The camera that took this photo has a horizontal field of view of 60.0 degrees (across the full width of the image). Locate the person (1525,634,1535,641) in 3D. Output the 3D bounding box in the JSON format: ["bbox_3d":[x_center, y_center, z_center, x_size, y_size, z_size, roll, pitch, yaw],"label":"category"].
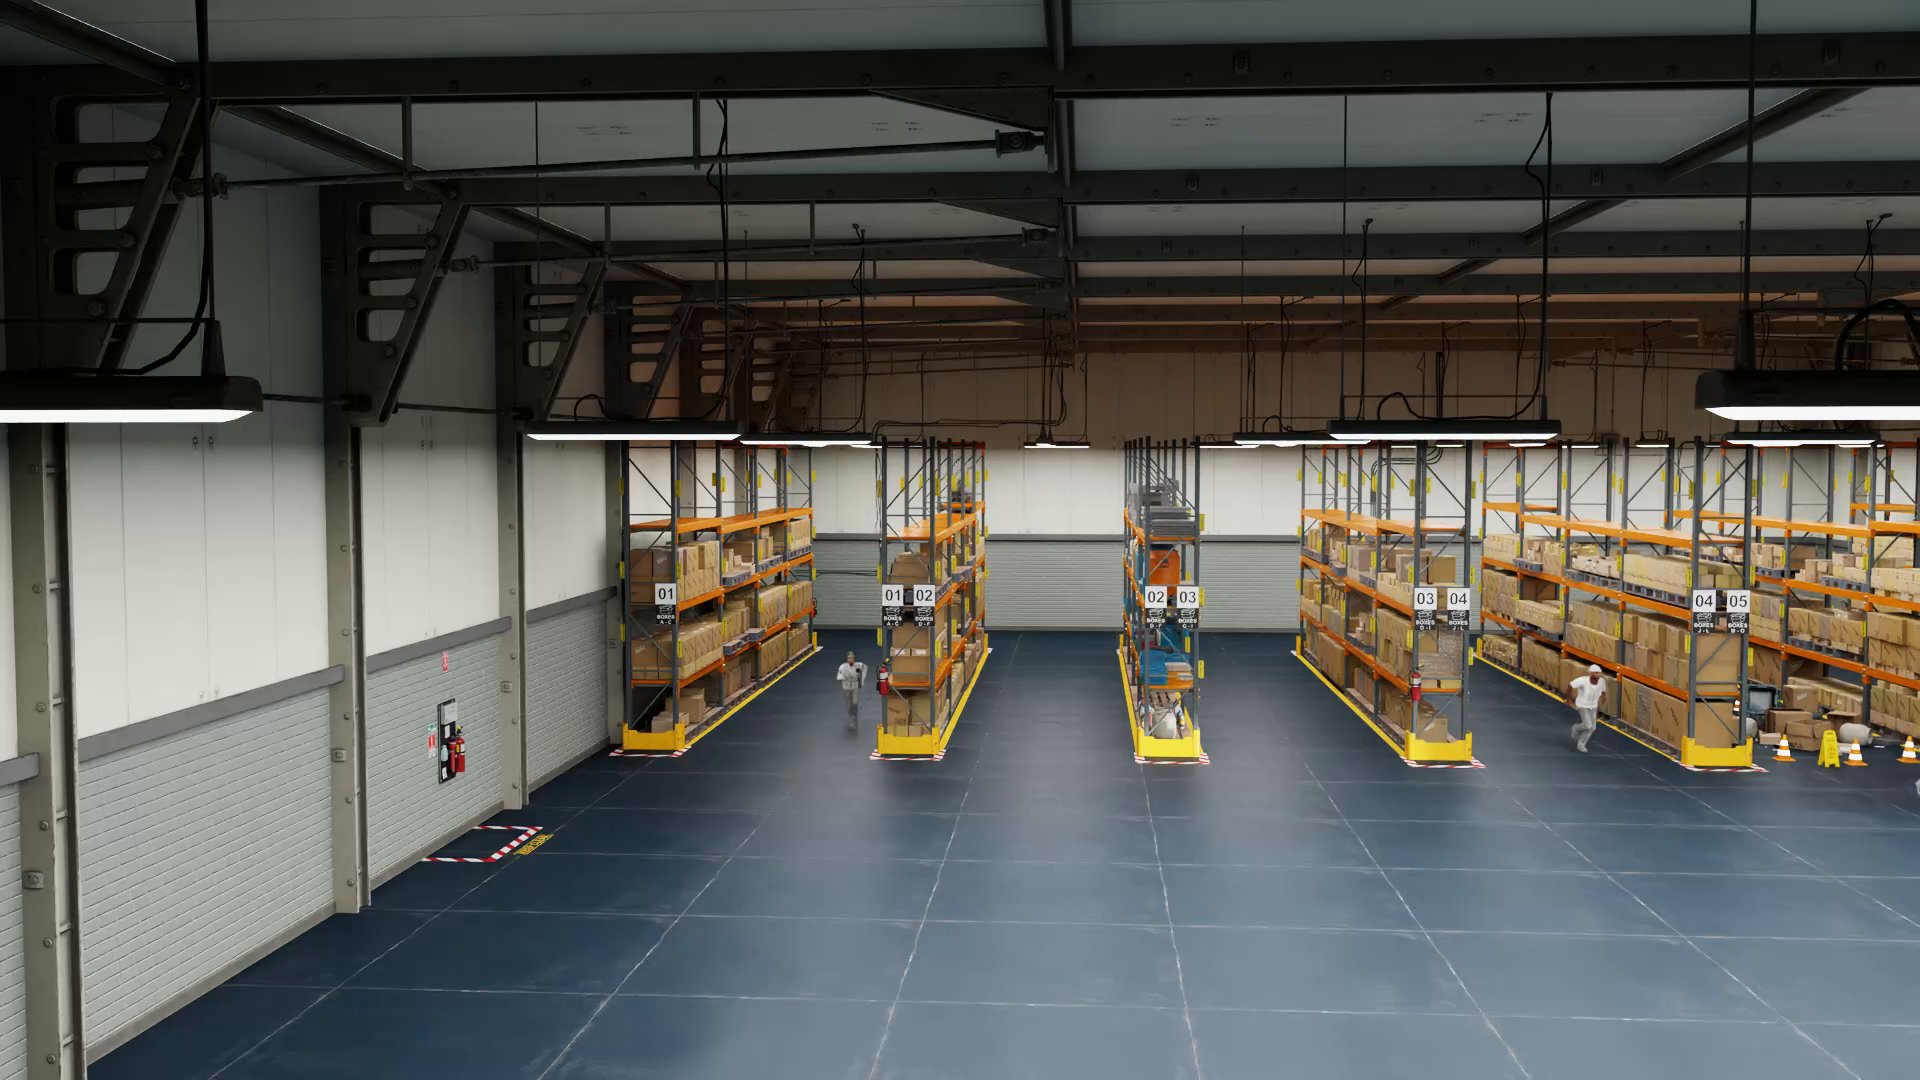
[{"bbox_3d":[15.966,2.381,47.101,0.623,1.679,0.799,-3,4,-42],"label":"person"}]

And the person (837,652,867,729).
[{"bbox_3d":[-2.210,3.061,34.085,0.592,1.612,0.849,0,3,2],"label":"person"}]

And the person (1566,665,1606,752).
[{"bbox_3d":[11.955,3.198,31.664,0.689,1.686,0.736,-1,3,-18],"label":"person"}]

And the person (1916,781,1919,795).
[{"bbox_3d":[15.694,3.541,26.395,0.606,1.618,0.879,-2,4,-37],"label":"person"}]
